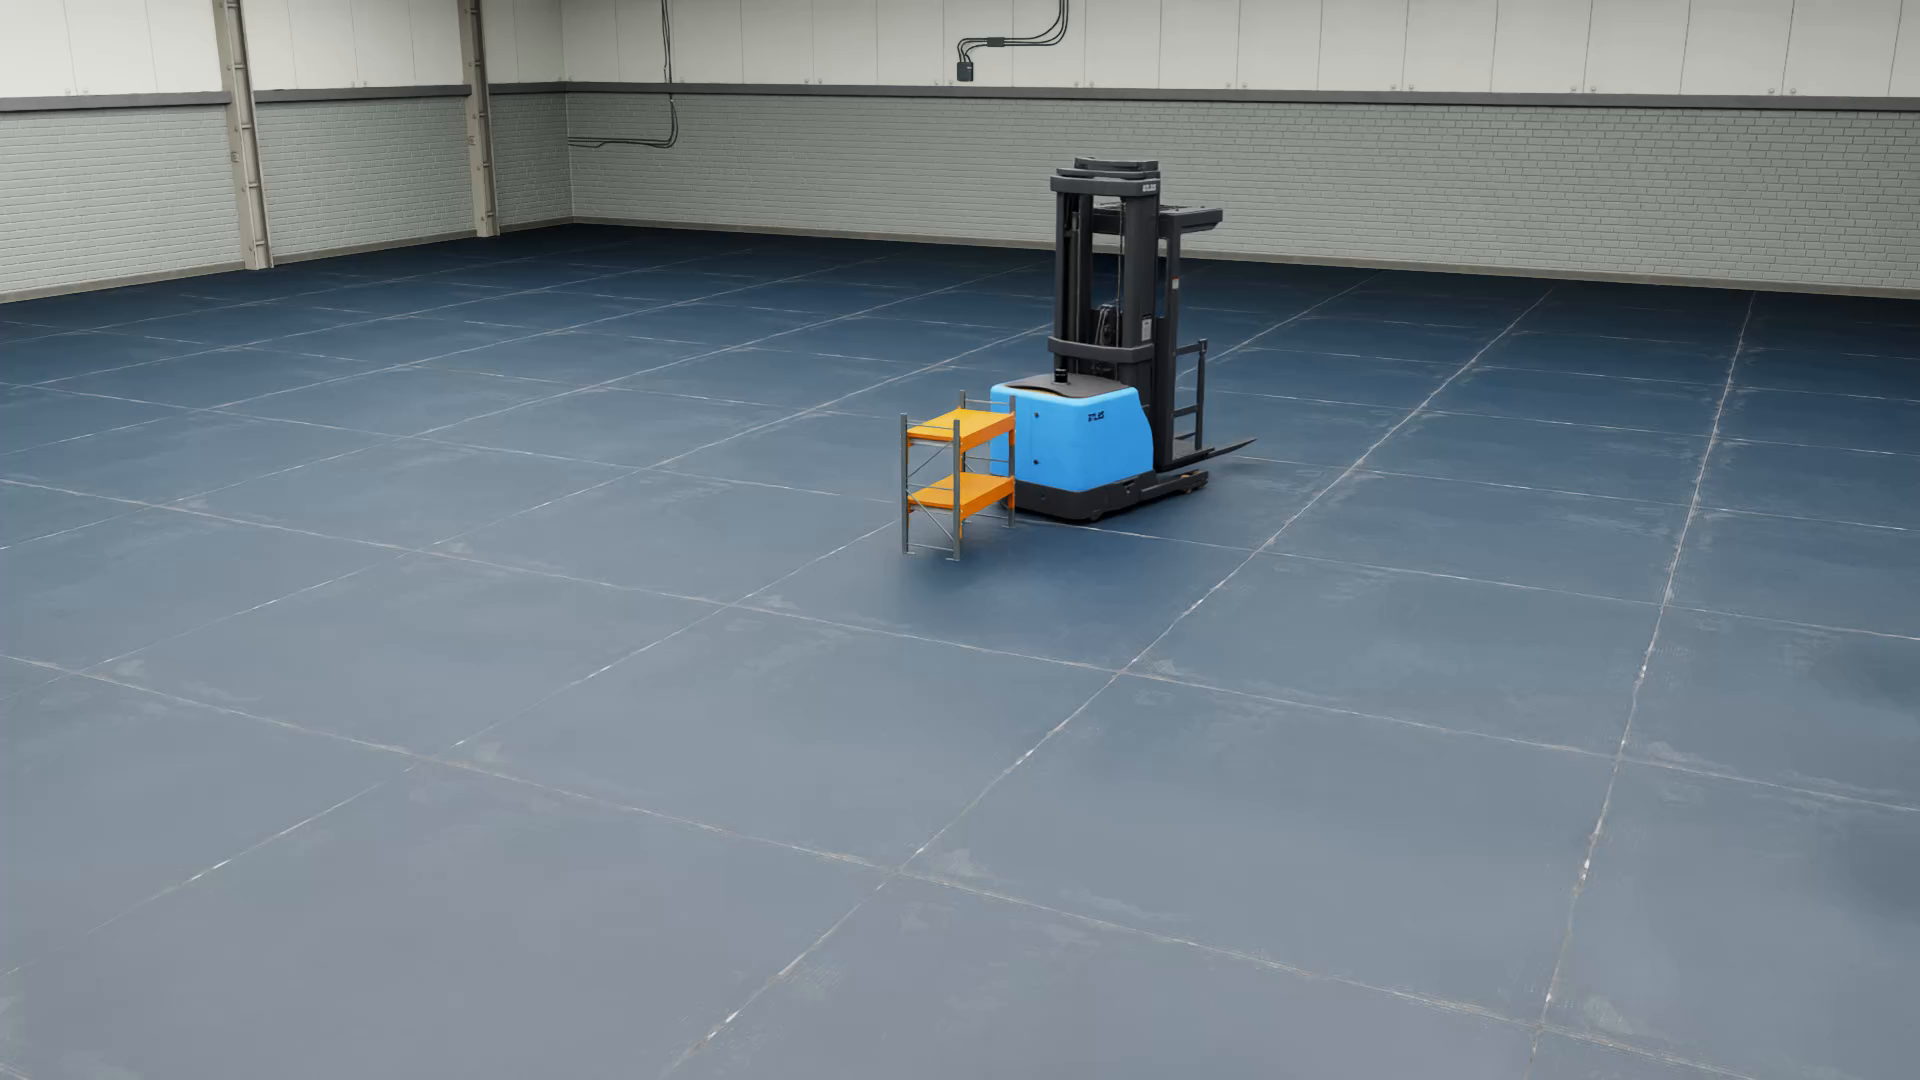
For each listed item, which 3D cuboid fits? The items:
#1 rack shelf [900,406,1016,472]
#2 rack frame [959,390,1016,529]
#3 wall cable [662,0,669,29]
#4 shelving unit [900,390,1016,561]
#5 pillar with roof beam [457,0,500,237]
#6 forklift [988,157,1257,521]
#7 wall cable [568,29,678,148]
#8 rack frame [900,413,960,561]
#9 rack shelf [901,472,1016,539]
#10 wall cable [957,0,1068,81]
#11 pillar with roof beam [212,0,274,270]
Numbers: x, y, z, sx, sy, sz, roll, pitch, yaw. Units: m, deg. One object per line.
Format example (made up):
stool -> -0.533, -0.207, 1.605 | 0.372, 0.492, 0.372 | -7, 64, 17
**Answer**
rack shelf -> -0.003, -0.818, 13.275 | 0.538, 0.278, 1.000 | 8, 18, 25
rack frame -> 0.224, -0.667, 13.794 | 0.500, 1.125, 0.032 | 8, 18, 25
wall cable -> -5.078, -11.930, 34.471 | 3.097, 2.526, 0.112 | 8, 18, 25
shelving unit -> -0.003, -0.537, 13.358 | 0.538, 1.125, 1.048 | 8, 18, 25
pillar with roof beam -> -6.146, -10.212, 32.102 | 9.100, 9.000, 0.400 | 8, 18, 25
forklift -> 1.603, -1.912, 14.815 | 1.130, 2.935, 3.031 | 14, 22, 40
wall cable -> -7.498, -9.854, 36.349 | 3.097, 2.526, 0.112 | 8, 18, 25
rack frame -> -0.230, -0.408, 12.922 | 0.500, 1.125, 0.032 | 8, 18, 25
rack shelf -> -0.003, -0.303, 13.428 | 0.538, 0.278, 1.000 | 8, 18, 25
wall cable -> 0.988, -11.761, 31.342 | 2.305, 6.003, 0.169 | 8, 18, 25
pillar with roof beam -> -8.827, -8.684, 26.957 | 9.100, 9.000, 0.400 | 8, 18, 25
